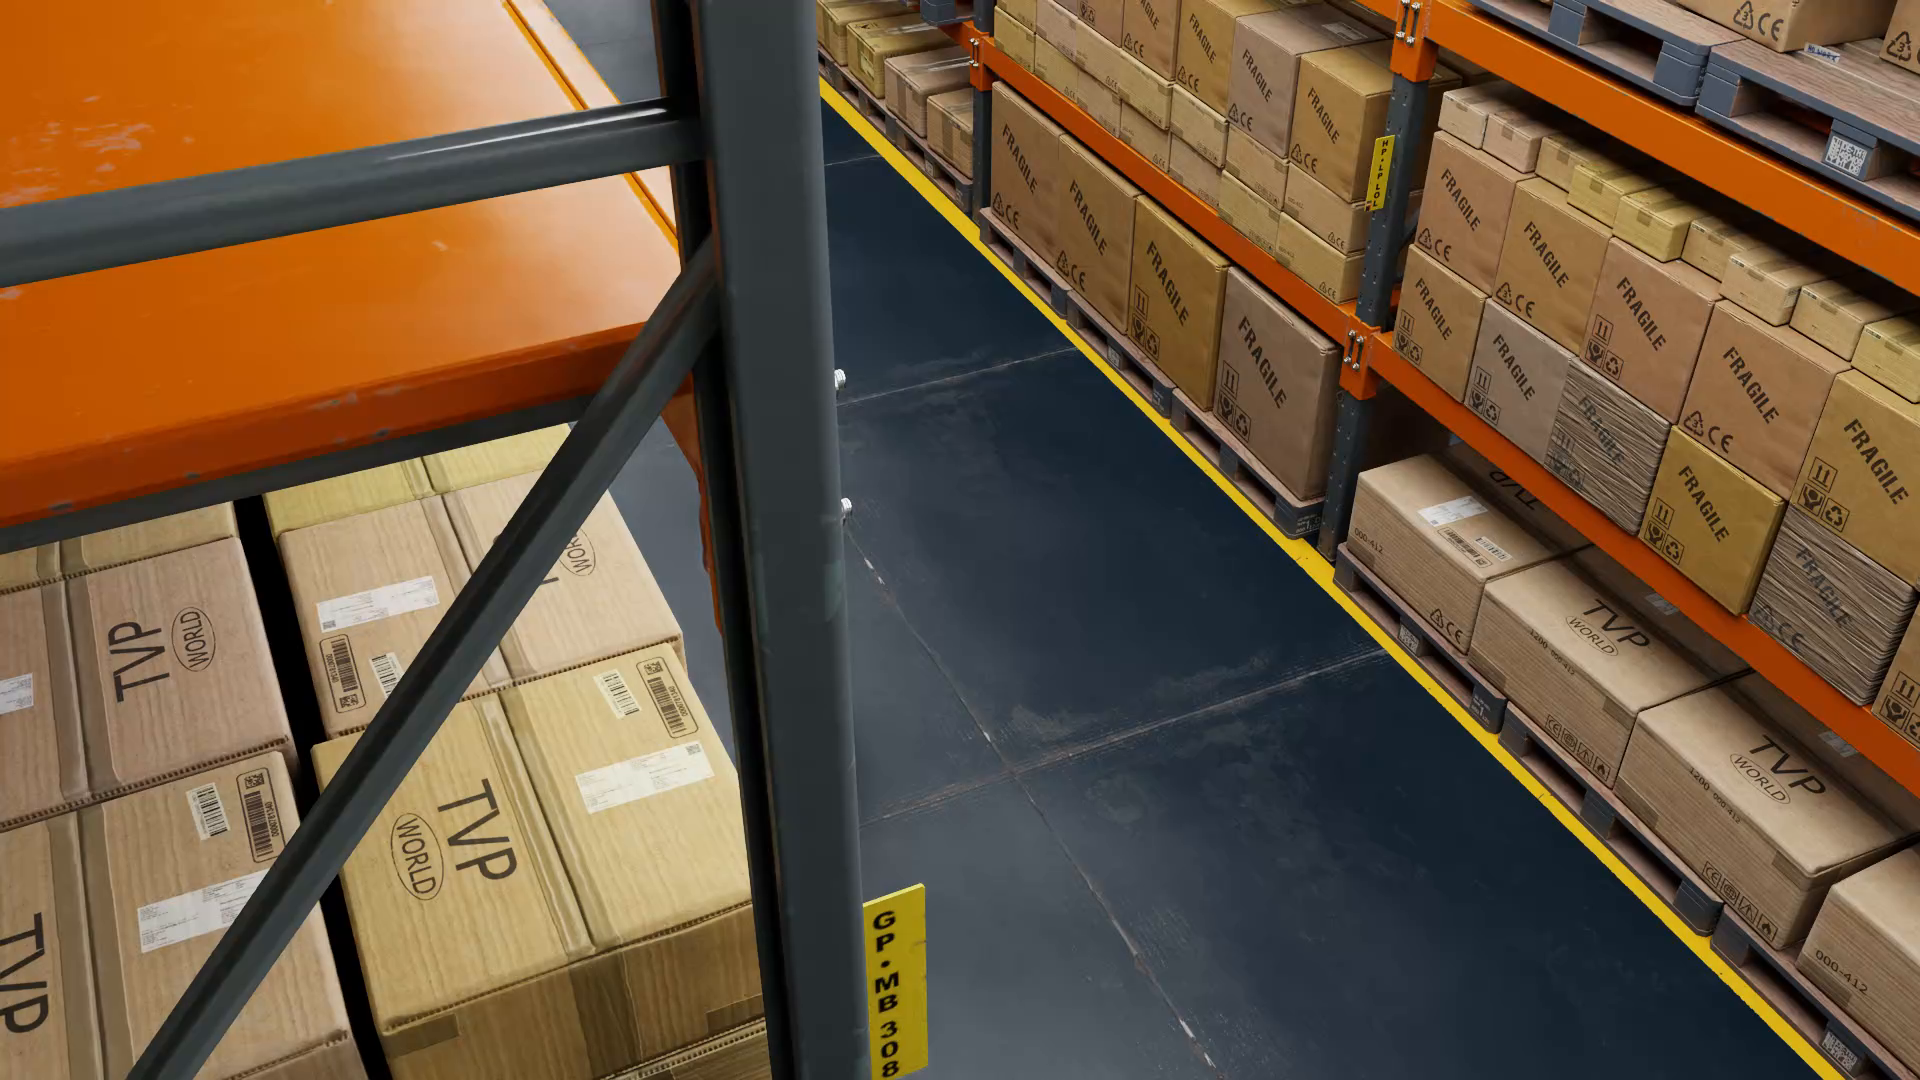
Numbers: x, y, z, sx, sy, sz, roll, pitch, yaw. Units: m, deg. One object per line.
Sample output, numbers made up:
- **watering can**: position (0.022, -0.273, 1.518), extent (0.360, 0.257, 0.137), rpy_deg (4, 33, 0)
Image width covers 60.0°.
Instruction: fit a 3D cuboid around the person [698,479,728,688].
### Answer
- **person**: position (-0.790, -0.016, 6.889), extent (0.586, 1.726, 0.396), rpy_deg (-16, 40, -20)
